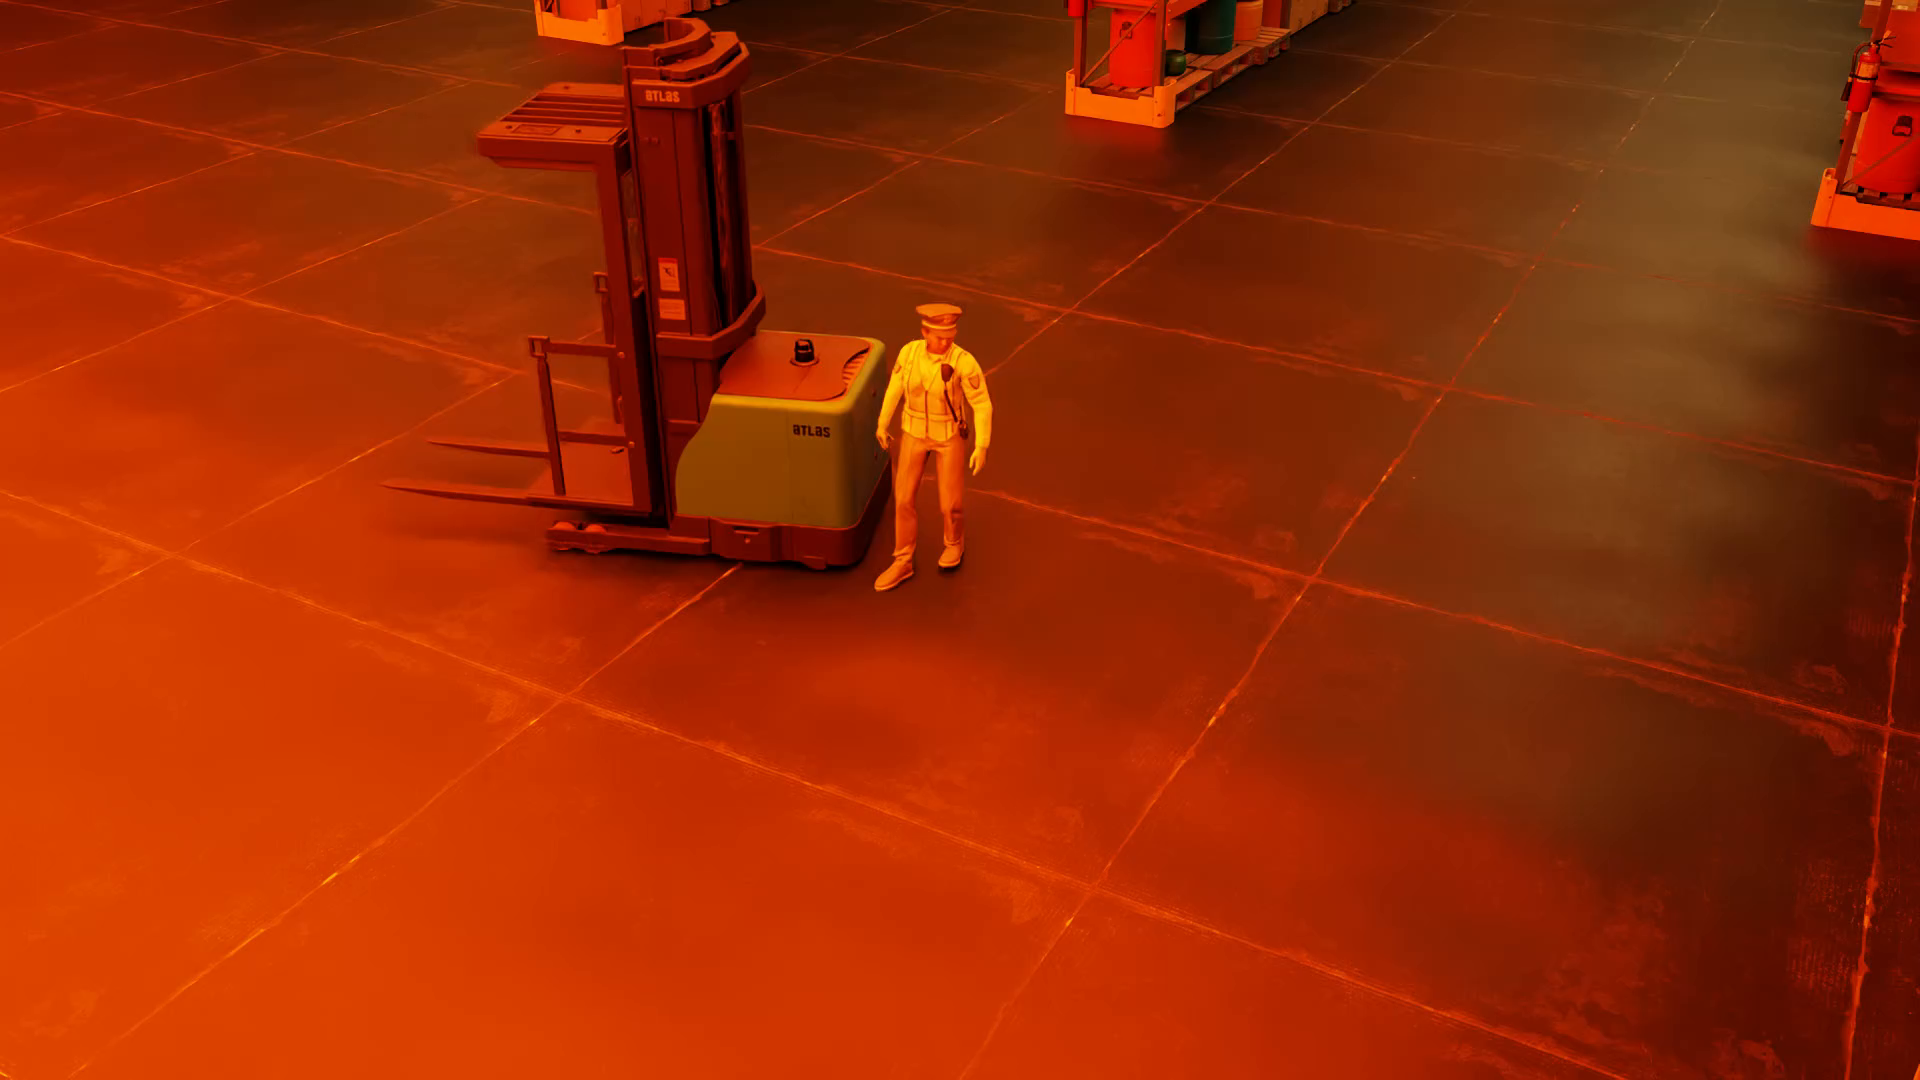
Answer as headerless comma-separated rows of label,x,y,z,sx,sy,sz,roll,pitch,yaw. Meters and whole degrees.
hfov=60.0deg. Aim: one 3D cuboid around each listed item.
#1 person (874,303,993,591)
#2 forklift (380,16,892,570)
person,-0.181,-0.516,9.280,0.715,1.621,0.619,8,31,14
forklift,-1.992,-1.444,9.572,3.031,2.935,1.130,5,30,9
